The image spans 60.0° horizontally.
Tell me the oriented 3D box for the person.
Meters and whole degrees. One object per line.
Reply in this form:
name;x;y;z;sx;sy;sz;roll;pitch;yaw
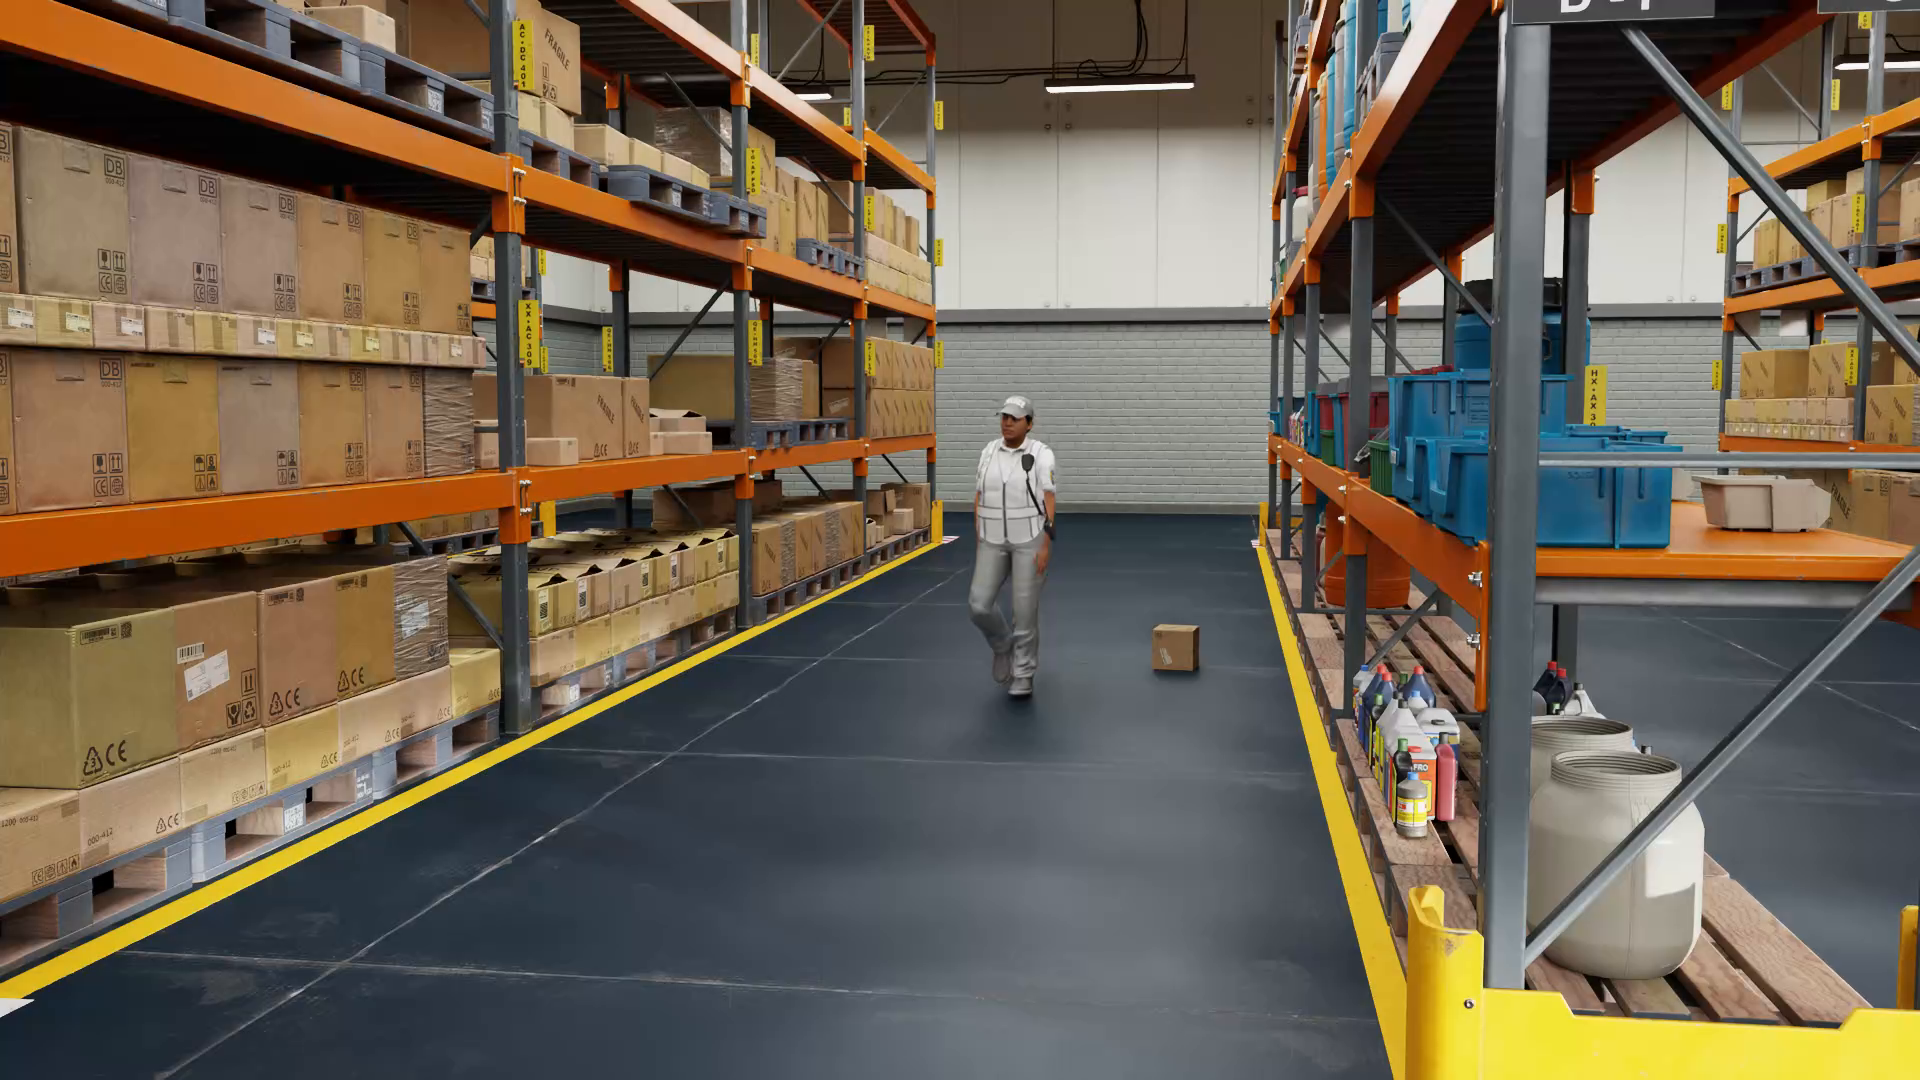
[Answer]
person;0.310;0.021;9.328;0.486;1.653;0.484;2;5;18
